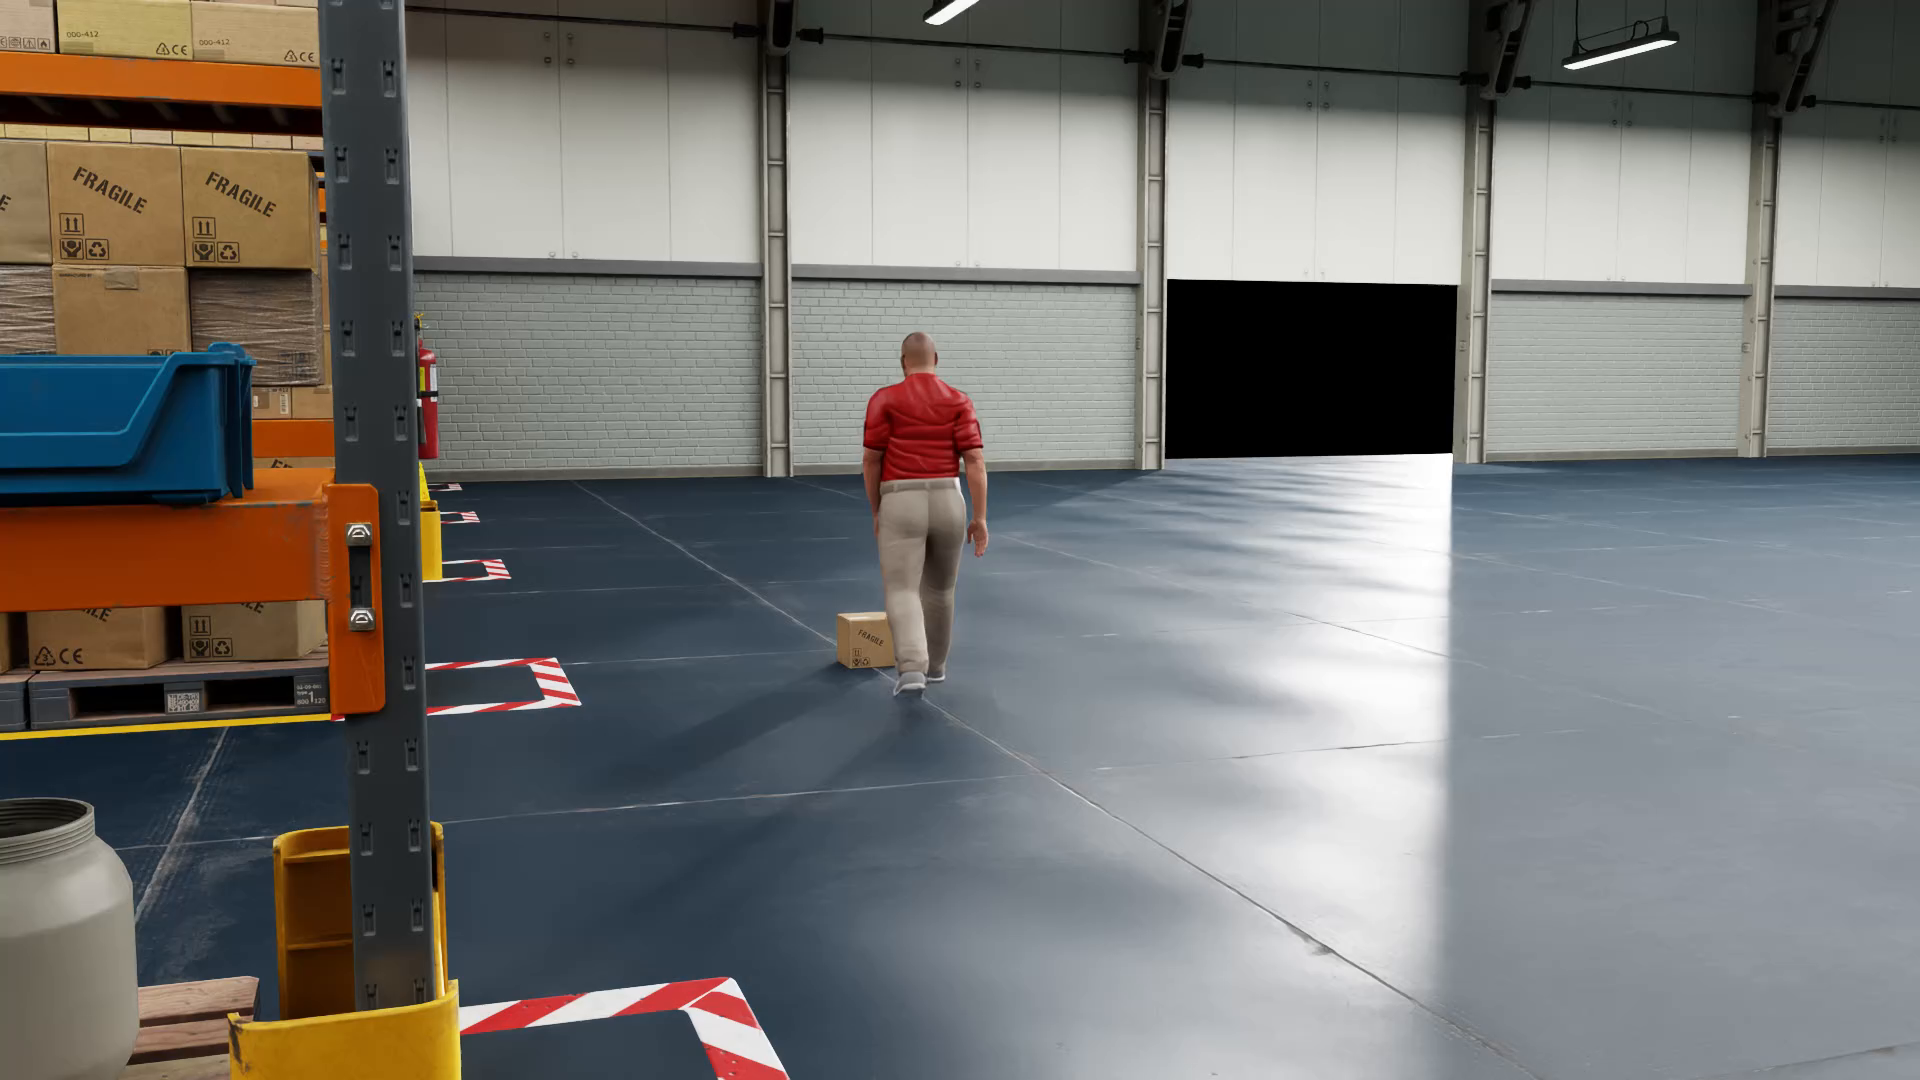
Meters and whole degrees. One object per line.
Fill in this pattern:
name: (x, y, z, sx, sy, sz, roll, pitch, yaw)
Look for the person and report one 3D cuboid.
person: (-0.170, -0.120, 7.694, 0.557, 1.677, 1.056, -2, 6, -15)
